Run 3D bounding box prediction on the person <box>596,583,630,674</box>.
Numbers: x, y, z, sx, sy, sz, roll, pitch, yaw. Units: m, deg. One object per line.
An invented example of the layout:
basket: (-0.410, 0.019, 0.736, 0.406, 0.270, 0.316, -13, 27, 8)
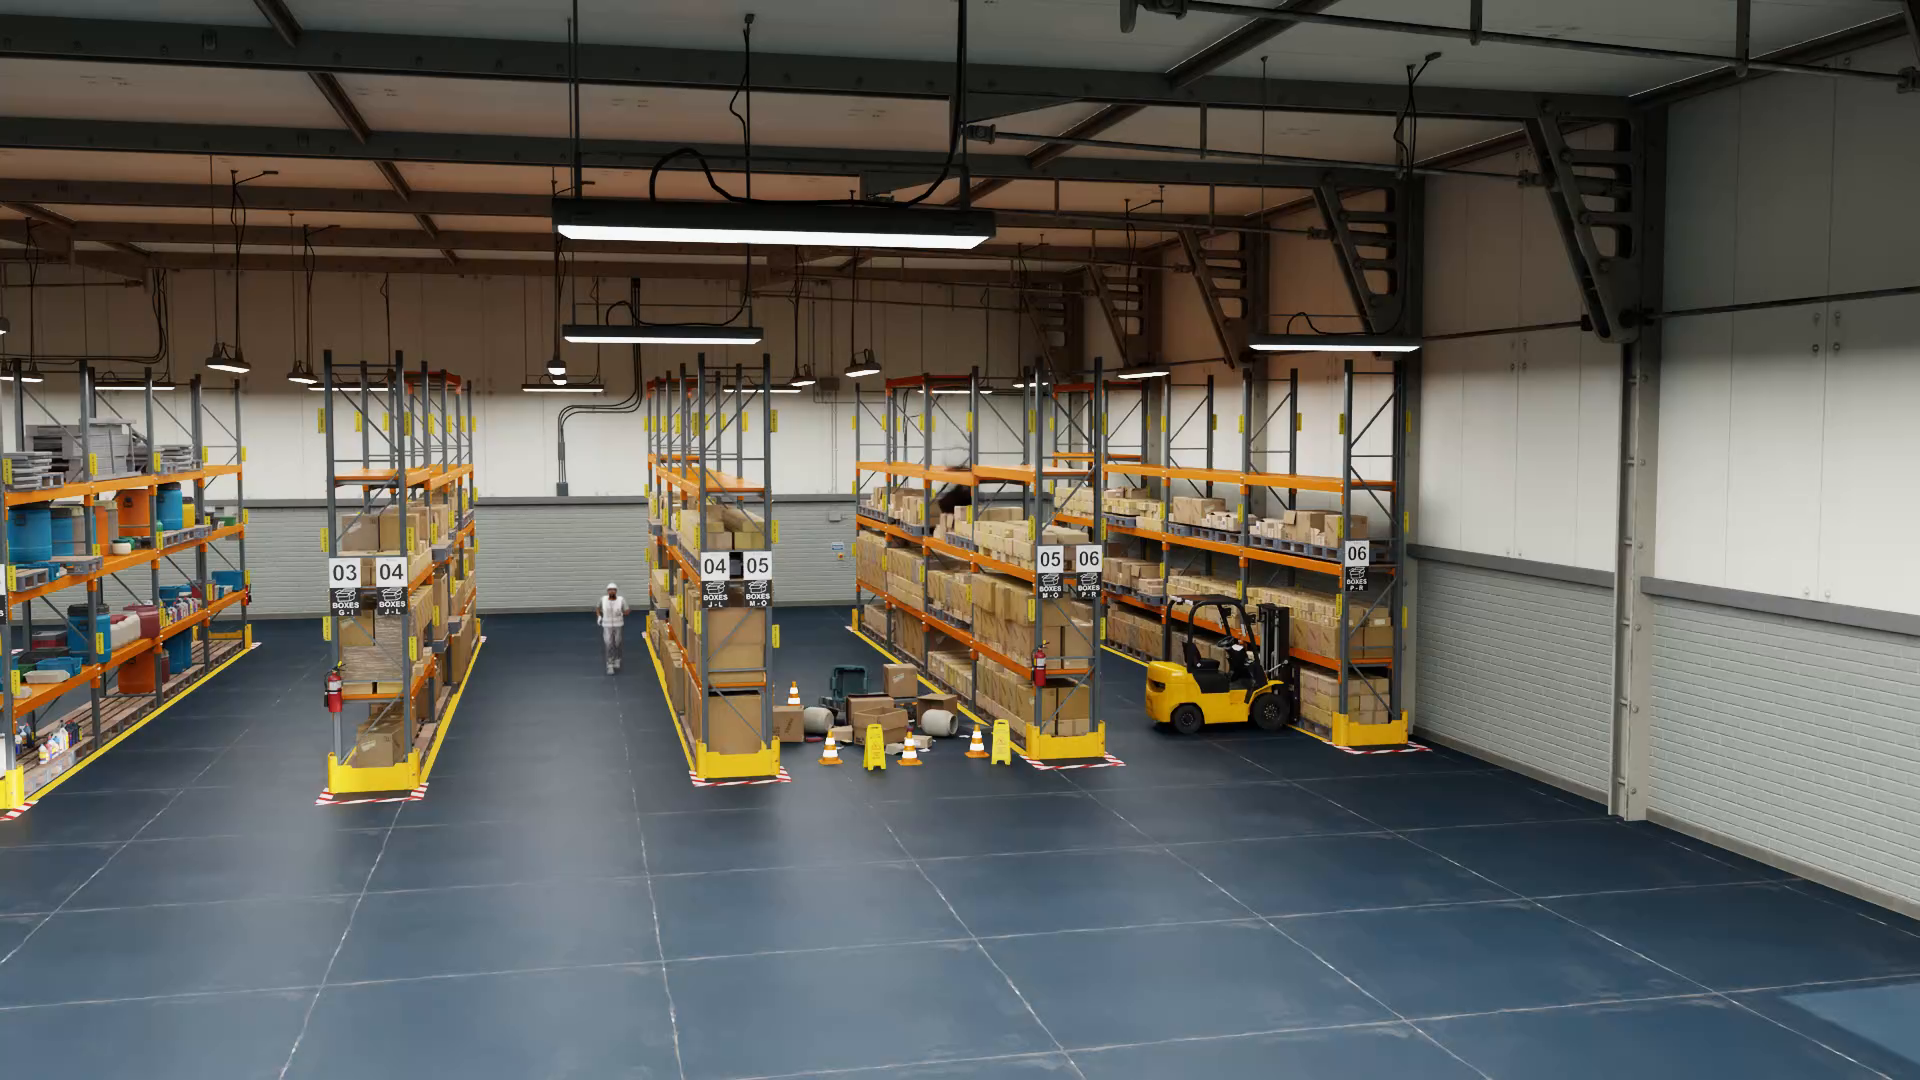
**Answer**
person: (-6.981, 1.755, 33.463, 0.674, 1.786, 0.901, -1, 4, -12)
